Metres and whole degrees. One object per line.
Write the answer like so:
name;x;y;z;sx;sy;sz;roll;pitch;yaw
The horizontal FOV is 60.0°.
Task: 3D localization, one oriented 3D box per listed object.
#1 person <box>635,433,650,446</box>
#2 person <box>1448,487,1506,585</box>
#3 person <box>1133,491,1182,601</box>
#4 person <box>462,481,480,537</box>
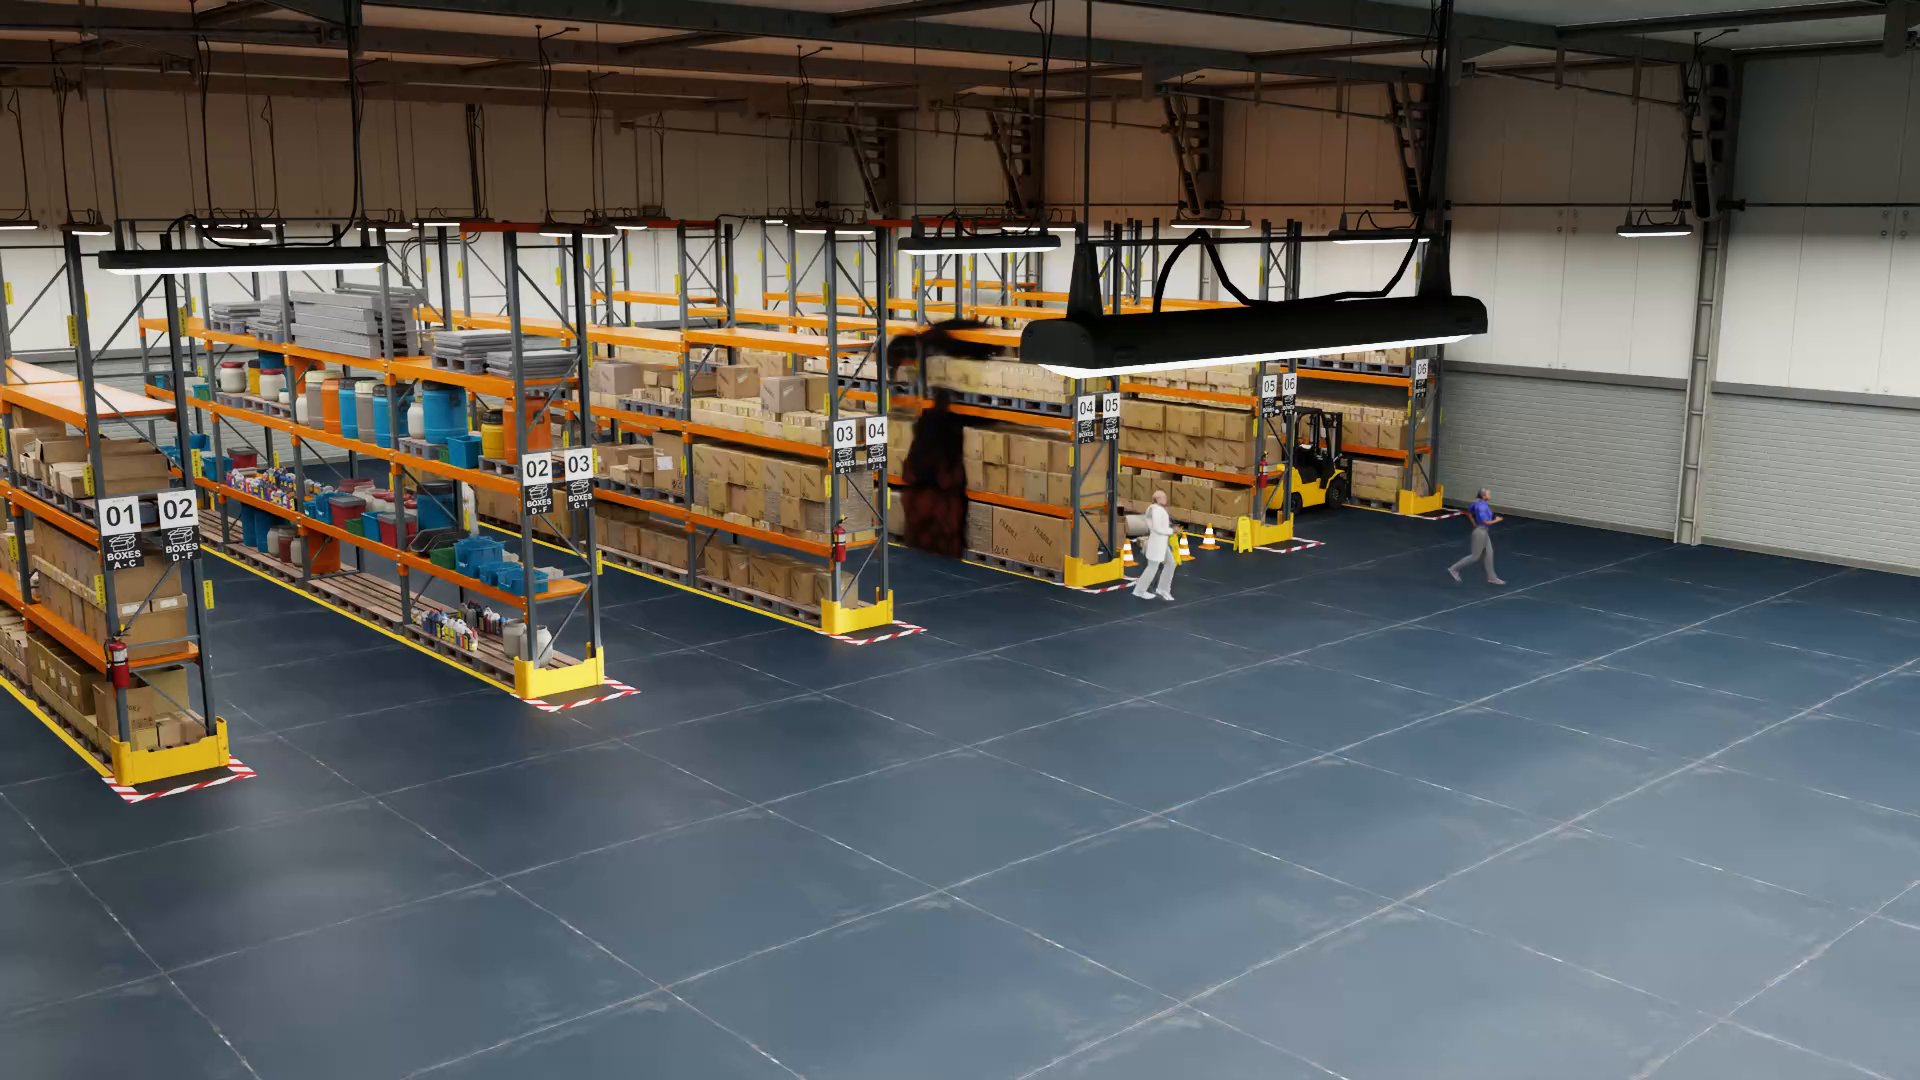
person;-8.079;-2.911;41.986;0.710;1.745;0.639;-8;14;-34
person;8.713;-0.073;27.877;0.926;1.639;0.577;3;12;15
person;3.190;0.120;26.838;0.765;1.854;0.697;2;12;11
person;-8.953;-0.445;29.898;0.591;1.725;0.794;-11;16;-43
